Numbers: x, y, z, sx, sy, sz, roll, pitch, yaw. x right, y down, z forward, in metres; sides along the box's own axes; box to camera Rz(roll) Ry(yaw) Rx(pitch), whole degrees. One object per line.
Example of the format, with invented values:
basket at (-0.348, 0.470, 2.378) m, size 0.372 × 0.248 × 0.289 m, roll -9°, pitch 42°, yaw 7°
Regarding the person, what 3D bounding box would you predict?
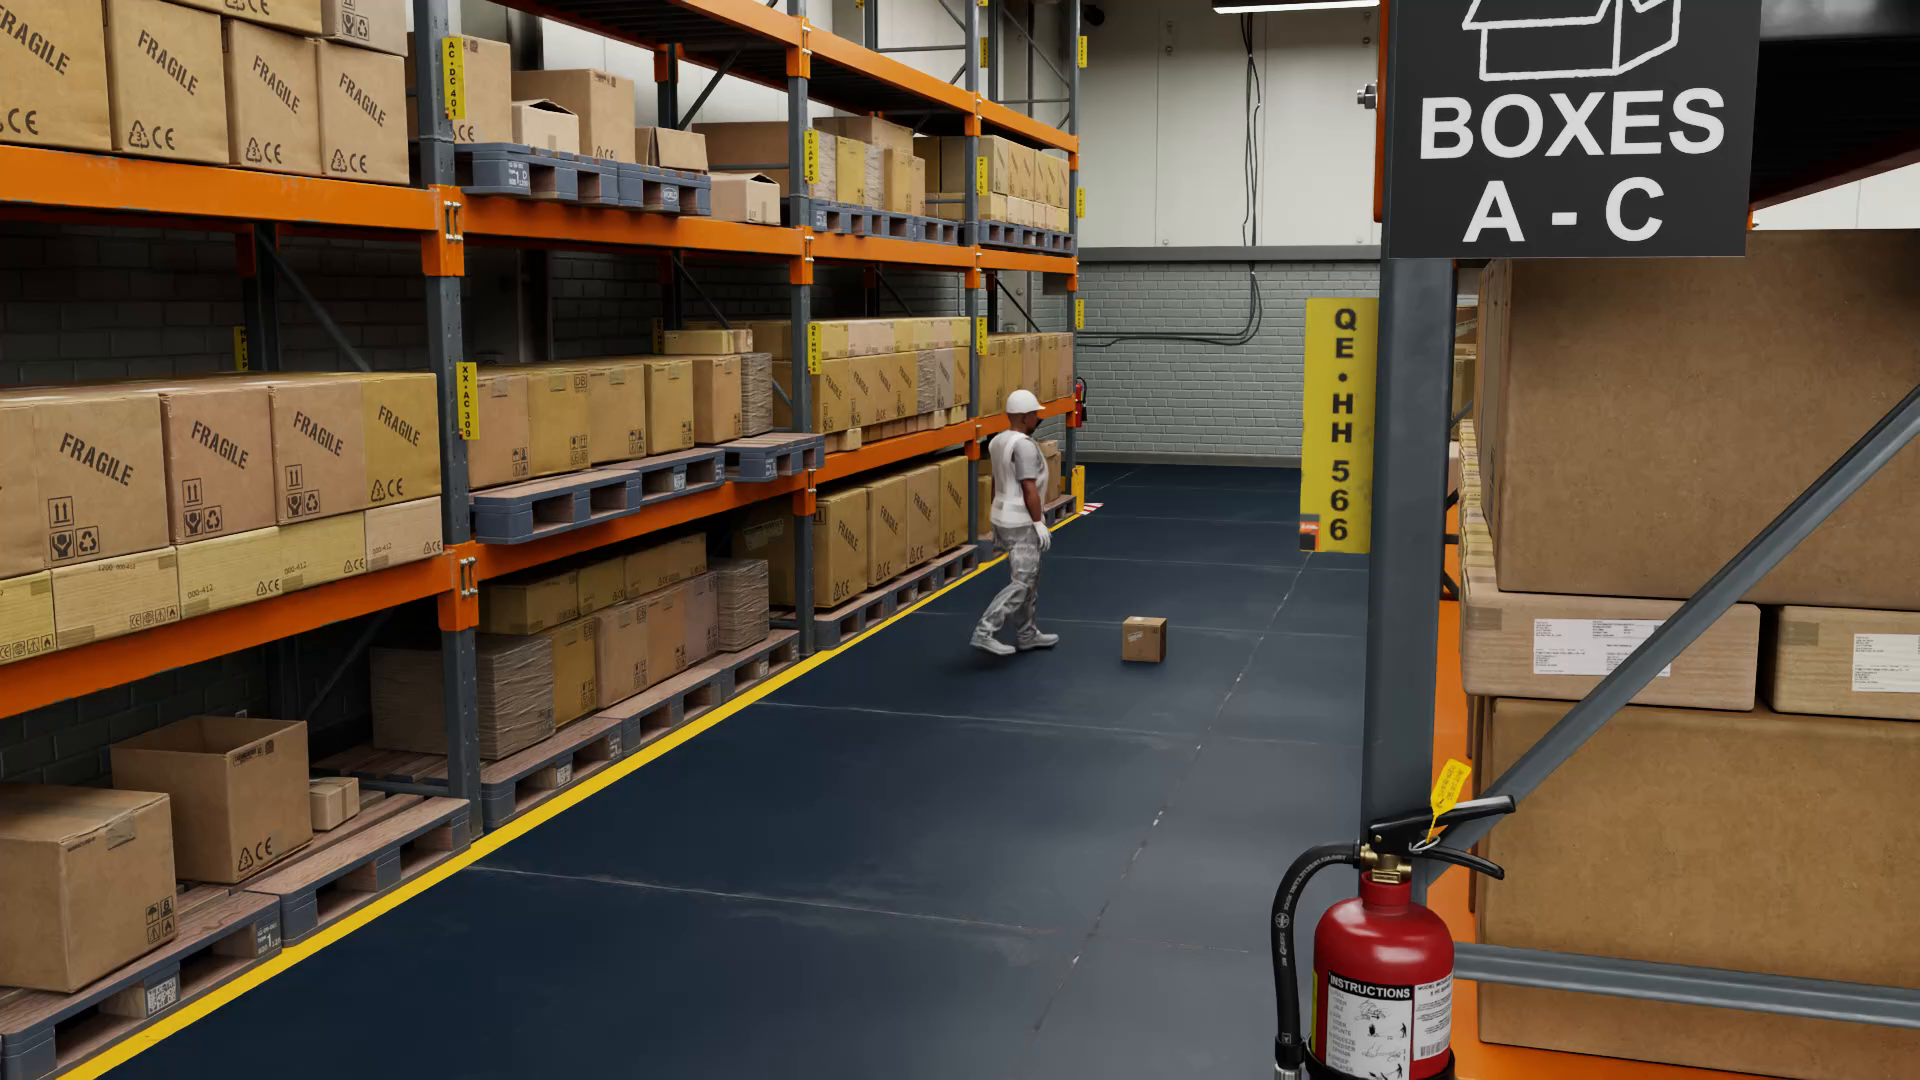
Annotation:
person at (0.374, -0.102, 10.982) m, size 0.778 × 1.766 × 0.671 m, roll -3°, pitch 9°, yaw -18°
